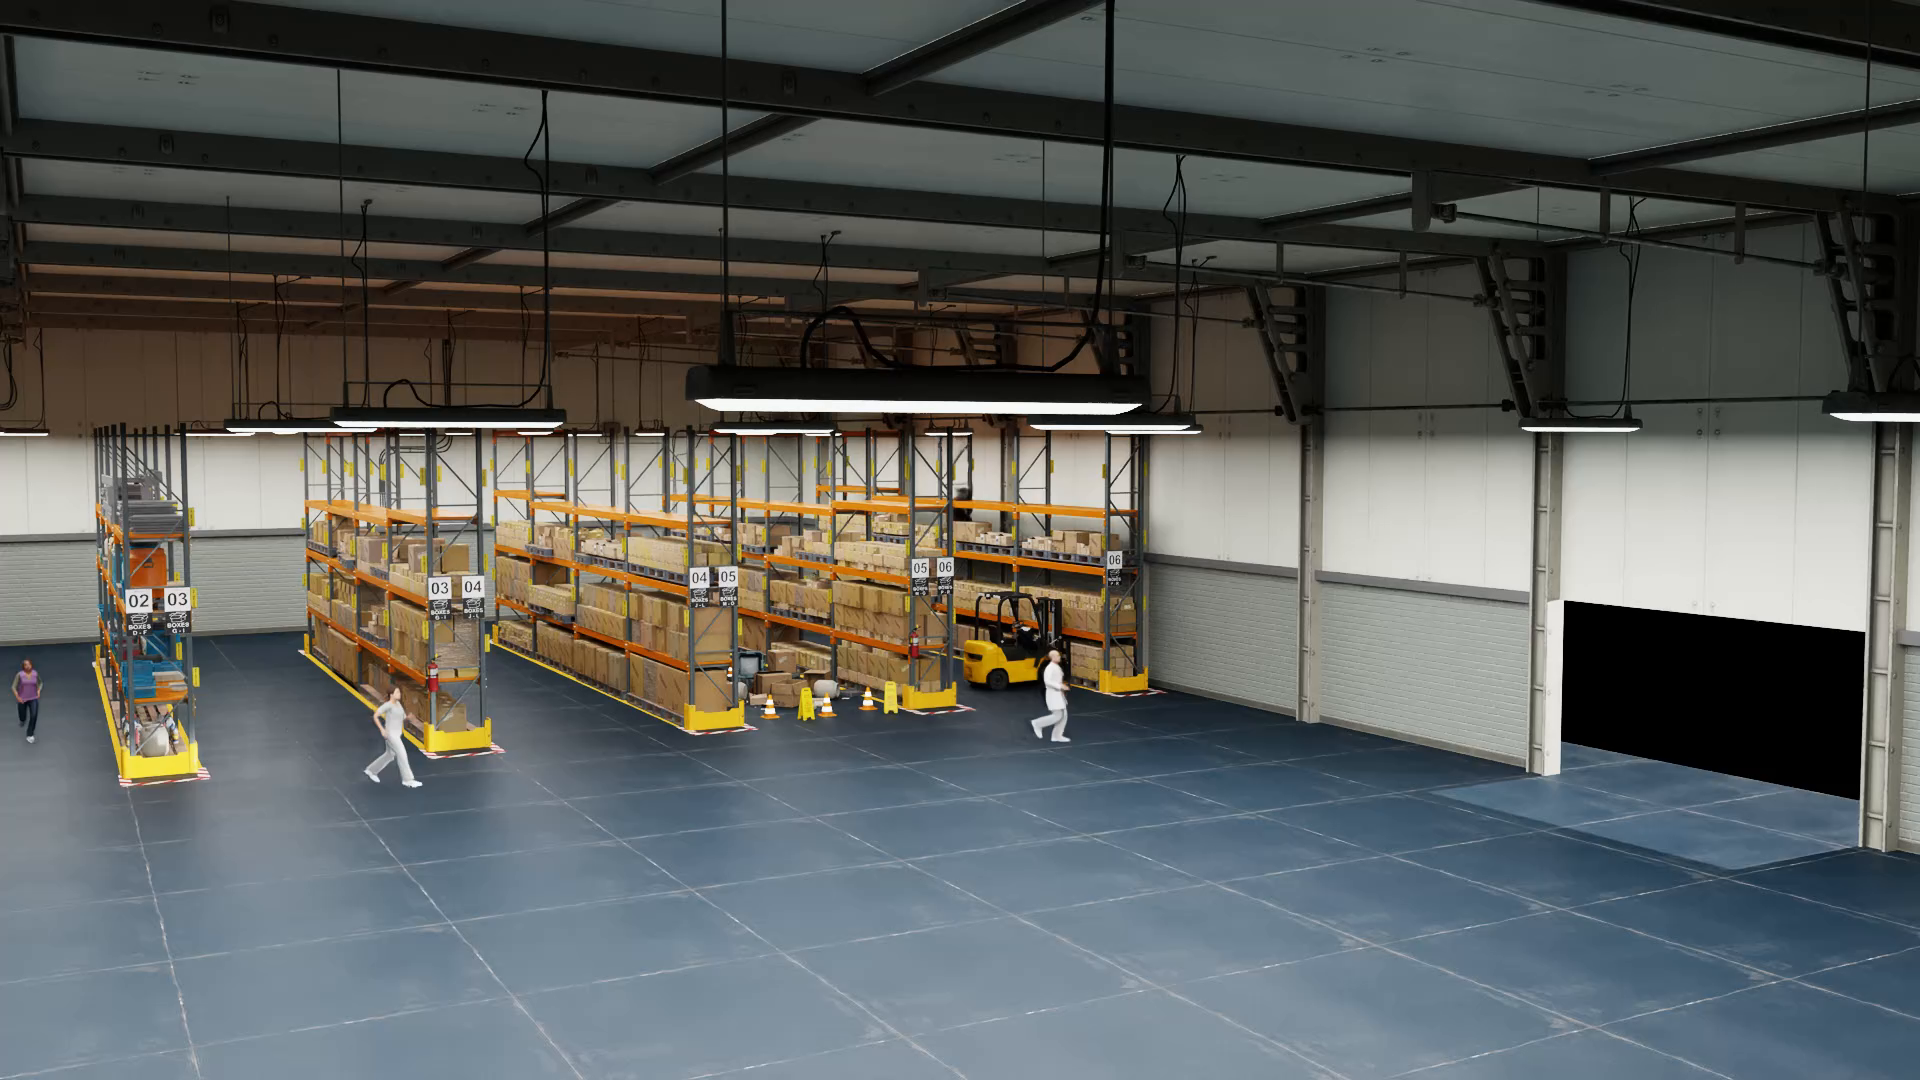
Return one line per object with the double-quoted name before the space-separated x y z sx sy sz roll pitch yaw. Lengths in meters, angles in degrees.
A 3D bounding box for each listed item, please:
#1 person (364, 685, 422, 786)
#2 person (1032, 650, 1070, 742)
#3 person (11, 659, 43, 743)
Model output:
"person" -9.313 3.207 27.249 0.969 1.655 0.562 0 3 3
"person" 1.740 2.947 31.413 0.751 1.736 0.709 1 4 16
"person" -17.746 3.054 31.662 0.539 1.543 0.761 -2 4 -34
